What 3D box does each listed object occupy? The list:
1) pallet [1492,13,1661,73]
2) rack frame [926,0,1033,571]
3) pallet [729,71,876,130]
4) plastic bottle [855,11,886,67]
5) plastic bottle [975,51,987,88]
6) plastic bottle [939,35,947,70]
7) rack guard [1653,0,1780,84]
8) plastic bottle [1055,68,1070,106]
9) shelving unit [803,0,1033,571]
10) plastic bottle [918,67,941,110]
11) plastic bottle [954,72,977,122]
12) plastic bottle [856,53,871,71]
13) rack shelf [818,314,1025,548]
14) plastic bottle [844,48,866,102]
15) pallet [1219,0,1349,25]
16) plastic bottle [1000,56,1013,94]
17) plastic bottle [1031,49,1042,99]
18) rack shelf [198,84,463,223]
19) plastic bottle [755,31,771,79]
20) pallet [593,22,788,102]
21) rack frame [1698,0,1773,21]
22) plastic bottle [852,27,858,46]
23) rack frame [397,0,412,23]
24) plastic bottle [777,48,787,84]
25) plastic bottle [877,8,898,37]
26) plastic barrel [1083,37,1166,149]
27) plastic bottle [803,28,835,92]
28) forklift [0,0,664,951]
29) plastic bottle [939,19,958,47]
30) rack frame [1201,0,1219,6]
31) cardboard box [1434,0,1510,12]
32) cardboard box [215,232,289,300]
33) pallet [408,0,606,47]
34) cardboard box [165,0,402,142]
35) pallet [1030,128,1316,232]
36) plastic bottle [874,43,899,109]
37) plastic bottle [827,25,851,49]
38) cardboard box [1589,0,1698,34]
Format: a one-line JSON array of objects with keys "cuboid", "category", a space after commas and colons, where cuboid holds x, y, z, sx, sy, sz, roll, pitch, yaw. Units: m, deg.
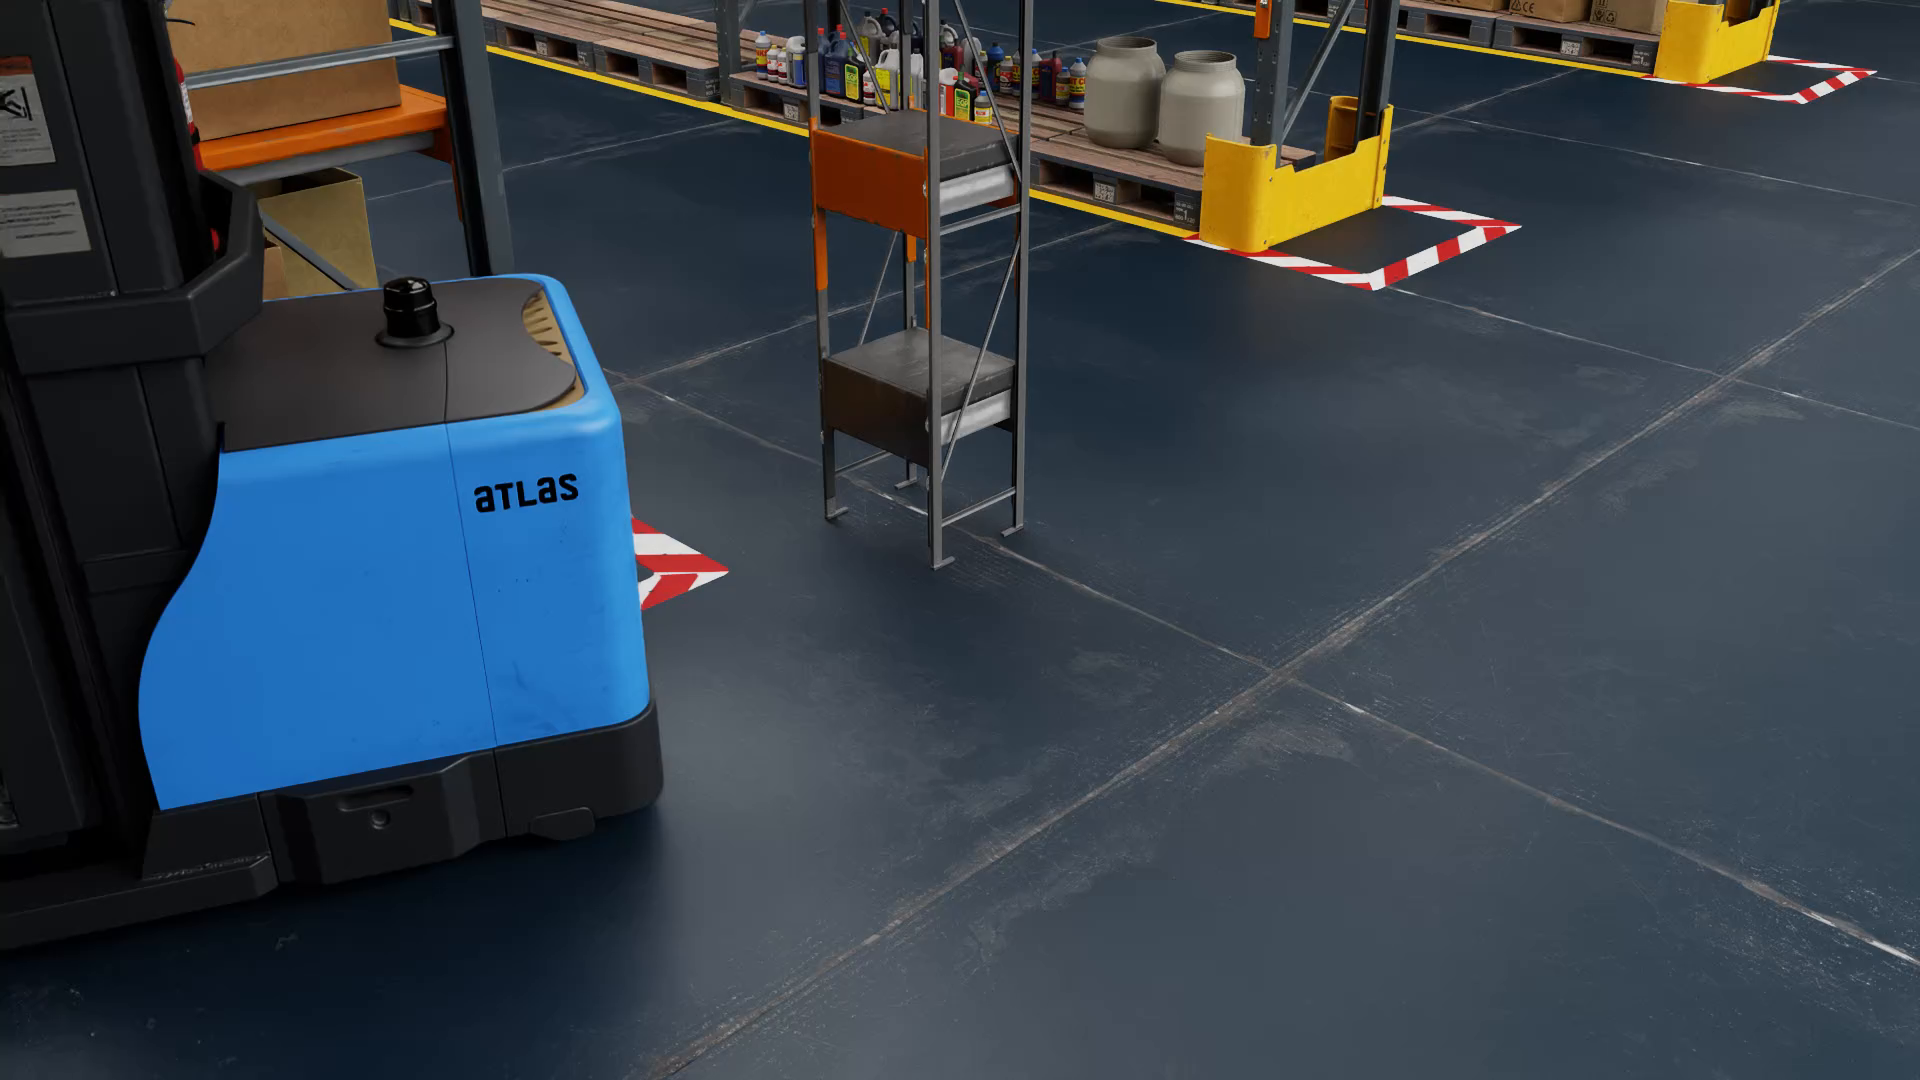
[{"cuboid": [4.606, -3.616, 11.899, 1.213, 0.211, 1.003, 25, 36, 38], "category": "pallet"}, {"cuboid": [0.056, -0.904, 4.713, 0.015, 2.100, 0.400, 25, 36, 38], "category": "rack frame"}, {"cuboid": [-0.660, -2.742, 10.239, 1.213, 0.211, 1.003, 25, 36, 38], "category": "pallet"}, {"cuboid": [-0.550, -3.070, 10.238, 0.185, 0.351, 0.144, 25, 36, 38], "category": "plastic bottle"}, {"cuboid": [0.135, -2.799, 9.885, 0.097, 0.201, 0.097, 0, 28, 0], "category": "plastic bottle"}, {"cuboid": [-0.135, -2.877, 9.945, 0.133, 0.283, 0.061, 25, 36, 38], "category": "plastic bottle"}, {"cuboid": [5.161, -3.467, 11.305, 0.348, 0.500, 1.175, 25, 36, 38], "category": "rack guard"}, {"cuboid": [0.594, -2.589, 9.485, 0.097, 0.201, 0.097, 0, 28, 0], "category": "plastic bottle"}, {"cuboid": [-0.118, -0.983, 4.864, 0.503, 2.100, 0.431, 25, 36, 38], "category": "shelving unit"}, {"cuboid": [-0.134, -2.484, 9.205, 0.135, 0.276, 0.152, 23, 36, 37], "category": "plastic bottle"}, {"cuboid": [0.029, -2.383, 9.004, 0.061, 0.283, 0.133, -24, 36, -38], "category": "plastic bottle"}, {"cuboid": [-0.560, -2.698, 9.618, 0.097, 0.271, 0.097, 0, 28, 0], "category": "plastic bottle"}, {"cuboid": [-0.118, -0.352, 5.196, 0.480, 0.518, 0.431, 25, 36, 38], "category": "rack shelf"}, {"cuboid": [-0.602, -2.672, 9.554, 0.061, 0.283, 0.133, -23, 36, -37], "category": "plastic bottle"}, {"cuboid": [2.866, -4.412, 13.413, 1.213, 0.211, 1.003, 25, 36, 38], "category": "pallet"}, {"cuboid": [0.282, -2.732, 9.757, 0.097, 0.201, 0.097, 0, 28, 0], "category": "plastic bottle"}, {"cuboid": [0.424, -2.698, 9.618, 0.097, 0.271, 0.097, 0, 28, 0], "category": "plastic bottle"}, {"cuboid": [-3.159, -1.596, 5.835, 4.000, 0.370, 1.077, 25, 36, 38], "category": "rack shelf"}, {"cuboid": [-1.190, -2.947, 10.091, 0.097, 0.271, 0.097, 0, 28, 0], "category": "plastic bottle"}, {"cuboid": [-1.697, -3.219, 11.144, 1.213, 0.211, 1.003, 25, 36, 38], "category": "pallet"}, {"cuboid": [5.215, -4.548, 10.677, 0.127, 3.000, 1.000, 25, 36, 38], "category": "rack frame"}, {"cuboid": [-0.633, -3.151, 10.553, 0.097, 0.201, 0.097, 0, 28, 0], "category": "plastic bottle"}, {"cuboid": [-3.962, -5.515, 12.515, 0.127, 3.000, 1.000, 25, 36, 38], "category": "rack frame"}, {"cuboid": [-1.045, -2.850, 9.981, 0.097, 0.201, 0.097, 0, 28, 0], "category": "plastic bottle"}, {"cuboid": [-0.449, -3.117, 10.329, 0.185, 0.351, 0.144, 23, 36, 37], "category": "plastic bottle"}, {"cuboid": [0.862, -2.342, 8.703, 0.421, 0.512, 0.421, 0, 28, 0], "category": "plastic barrel"}, {"cuboid": [-0.825, -2.831, 9.784, 0.144, 0.351, 0.185, -24, 36, -38], "category": "plastic bottle"}, {"cuboid": [-2.281, -0.605, 3.251, 3.031, 2.935, 1.130, -9, 29, -17], "category": "forklift"}, {"cuboid": [-0.082, -2.949, 10.010, 0.185, 0.351, 0.144, 24, 36, 38], "category": "plastic bottle"}, {"cuboid": [2.362, -5.853, 13.159, 0.127, 3.000, 1.000, 25, 36, 38], "category": "rack frame"}, {"cuboid": [3.898, -4.231, 12.308, 0.500, 0.500, 0.500, -21, 34, -35], "category": "cardboard box"}, {"cuboid": [-2.324, -0.639, 4.939, 0.500, 0.500, 0.500, 25, 36, 38], "category": "cardboard box"}, {"cuboid": [-3.437, -4.015, 12.659, 1.213, 0.211, 1.003, 25, 36, 38], "category": "pallet"}, {"cuboid": [-2.057, -1.463, 4.701, 0.500, 0.500, 0.700, 25, 36, 38], "category": "cardboard box"}, {"cuboid": [1.080, -1.946, 8.724, 1.213, 0.211, 1.003, 25, 36, 38], "category": "pallet"}, {"cuboid": [-0.388, -2.630, 9.403, 0.185, 0.351, 0.144, 24, 36, 38], "category": "plastic bottle"}, {"cuboid": [-0.724, -2.879, 9.875, 0.185, 0.351, 0.144, 25, 36, 38], "category": "plastic bottle"}, {"cuboid": [4.781, -3.837, 11.559, 0.500, 0.500, 0.500, -18, 33, -30], "category": "cardboard box"}]
